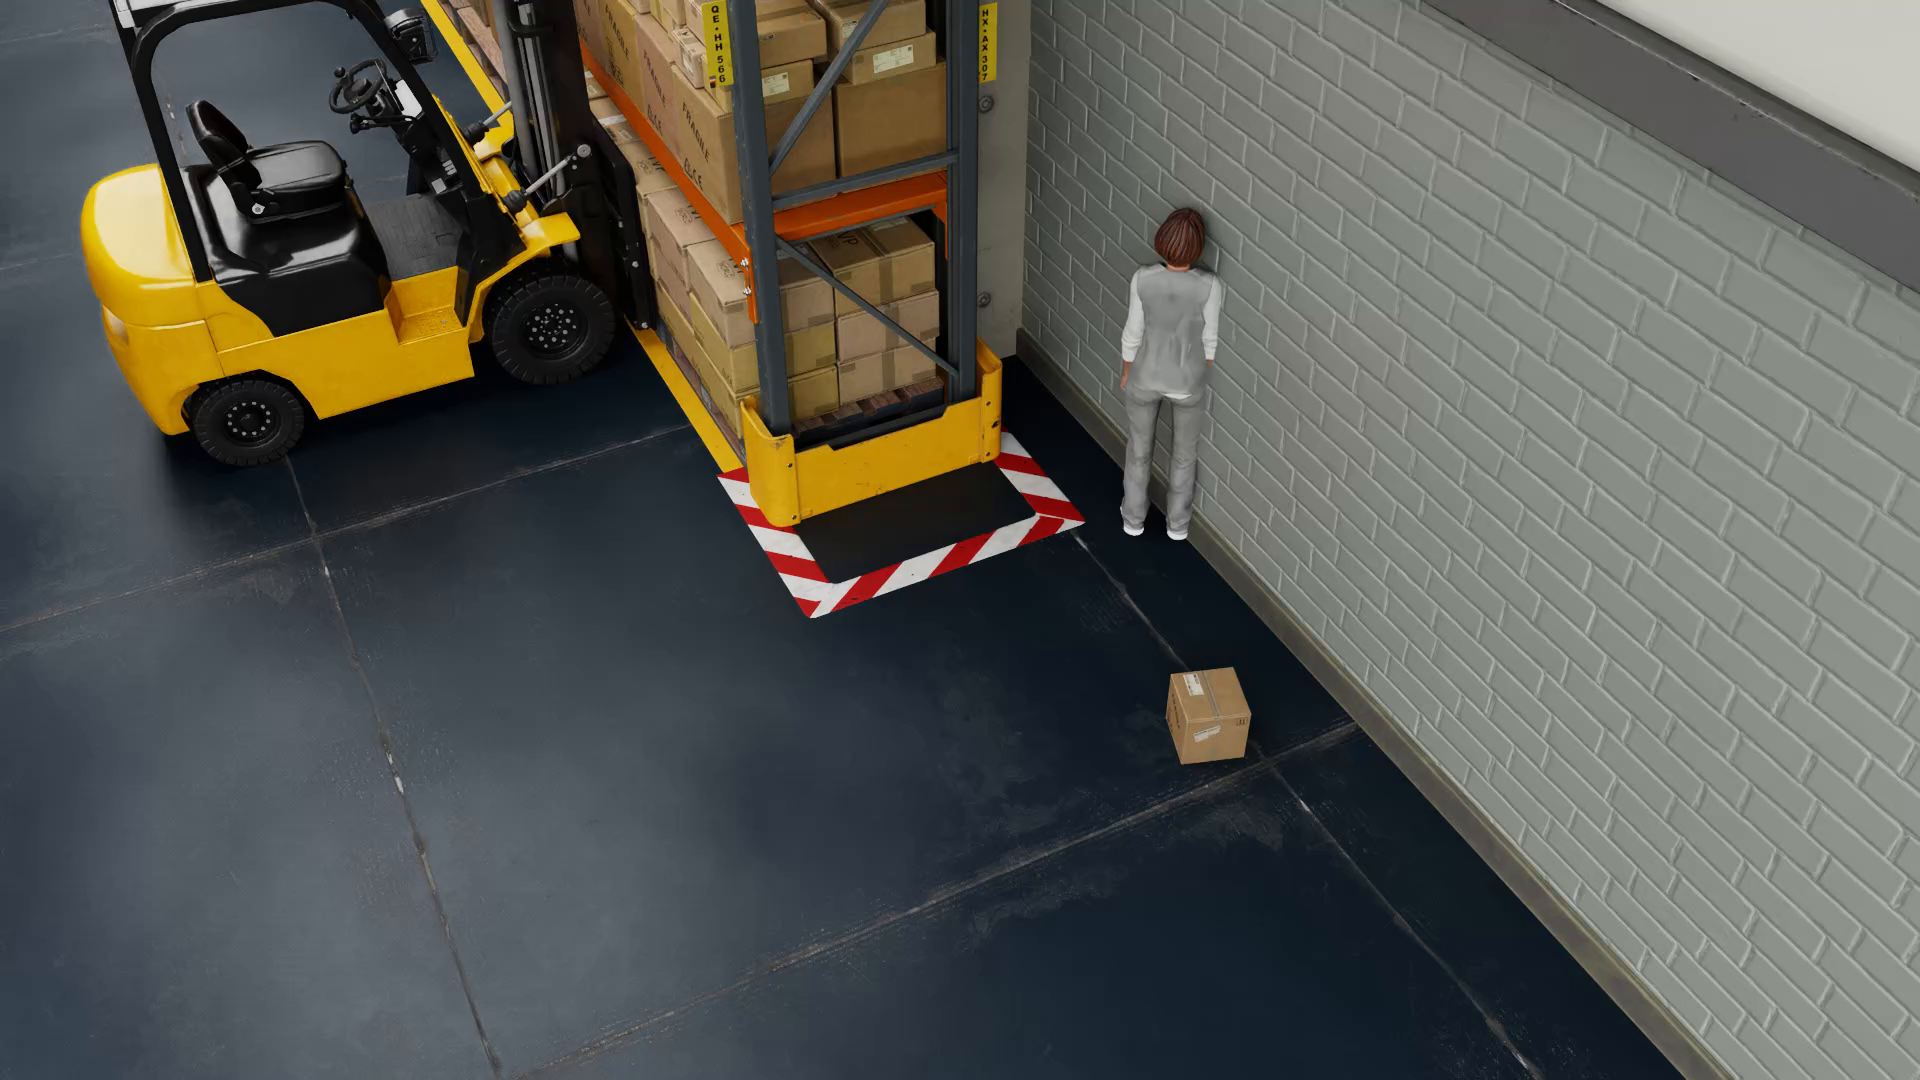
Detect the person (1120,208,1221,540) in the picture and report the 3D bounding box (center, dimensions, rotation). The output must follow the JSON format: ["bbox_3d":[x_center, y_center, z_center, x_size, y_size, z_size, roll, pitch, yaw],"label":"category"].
[{"bbox_3d":[0.864,-0.669,6.909,0.408,1.604,0.306,7,42,8],"label":"person"}]
